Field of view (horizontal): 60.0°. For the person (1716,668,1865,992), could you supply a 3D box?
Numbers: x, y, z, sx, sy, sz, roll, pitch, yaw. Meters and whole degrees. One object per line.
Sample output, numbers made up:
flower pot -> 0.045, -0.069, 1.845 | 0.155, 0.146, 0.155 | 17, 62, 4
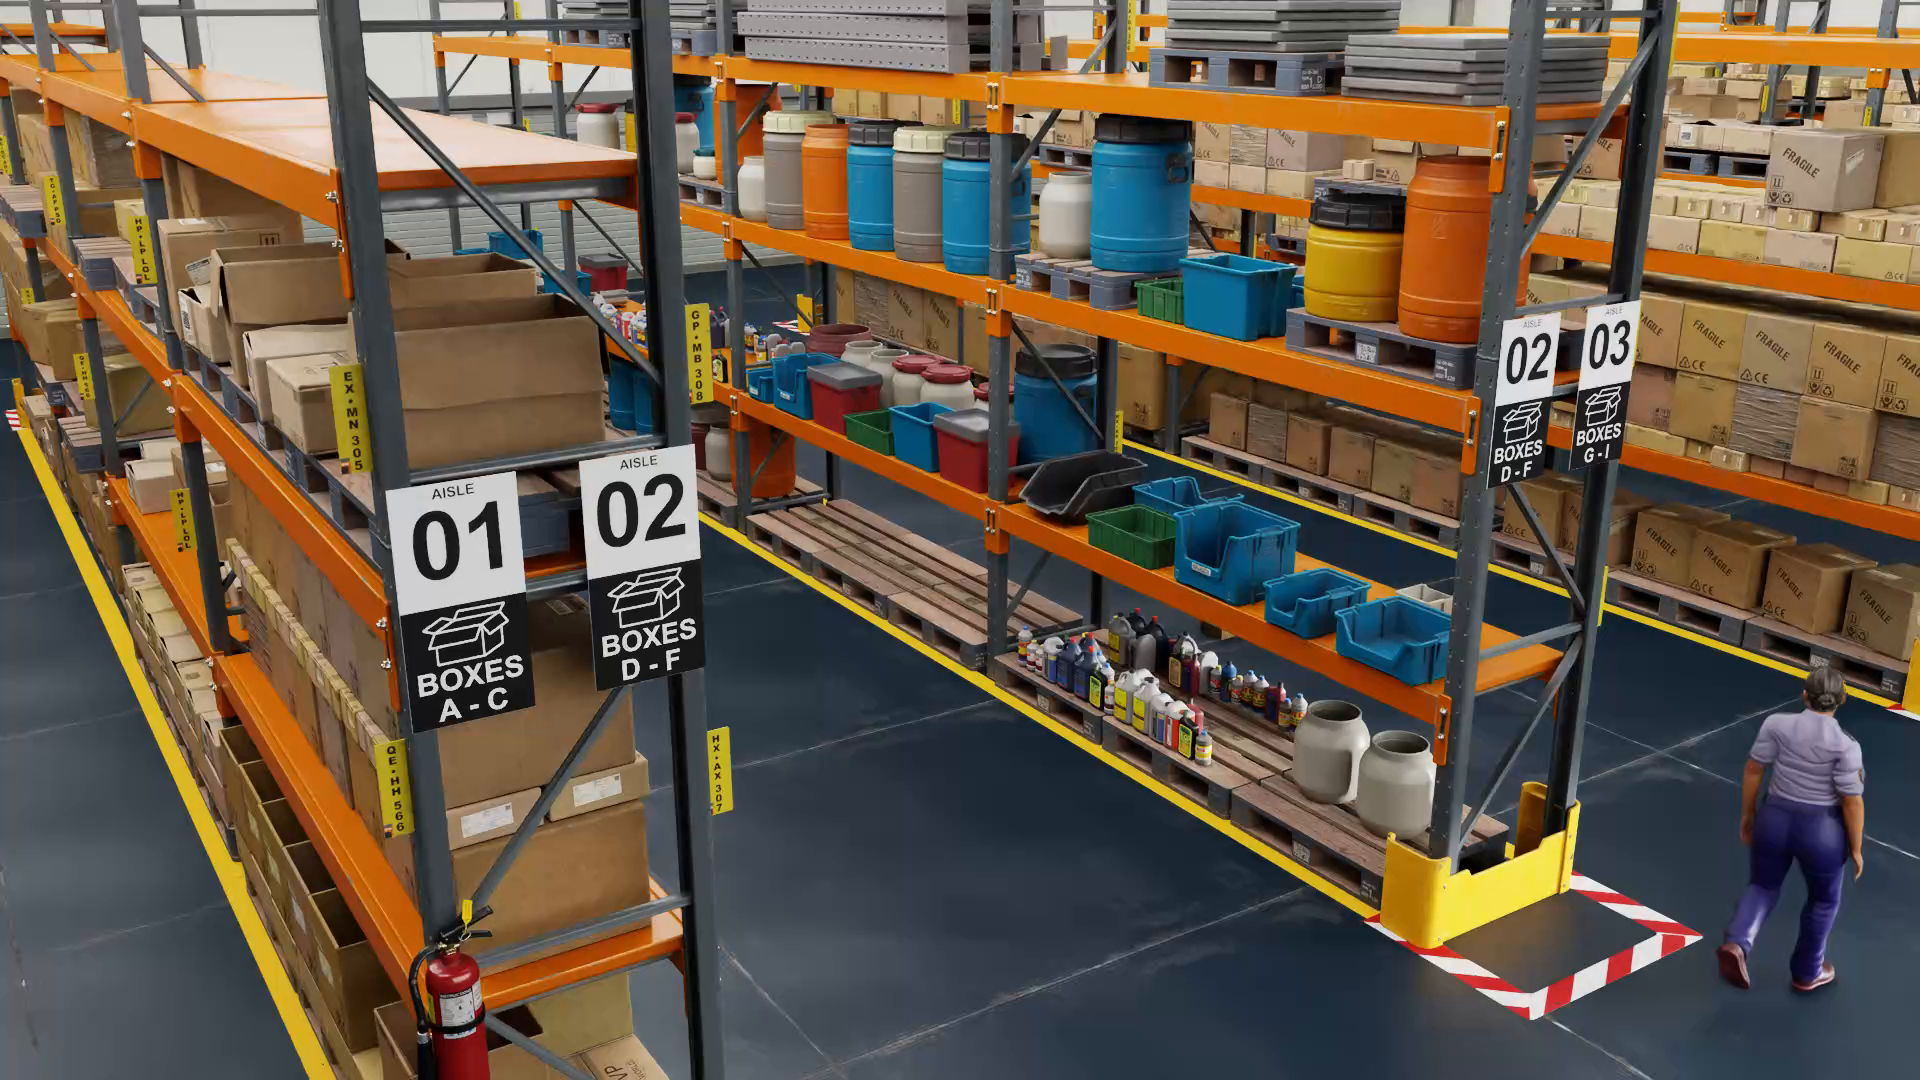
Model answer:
person -> 3.937, 1.398, 7.829 | 0.666, 1.602, 0.563 | -17, 24, -41
